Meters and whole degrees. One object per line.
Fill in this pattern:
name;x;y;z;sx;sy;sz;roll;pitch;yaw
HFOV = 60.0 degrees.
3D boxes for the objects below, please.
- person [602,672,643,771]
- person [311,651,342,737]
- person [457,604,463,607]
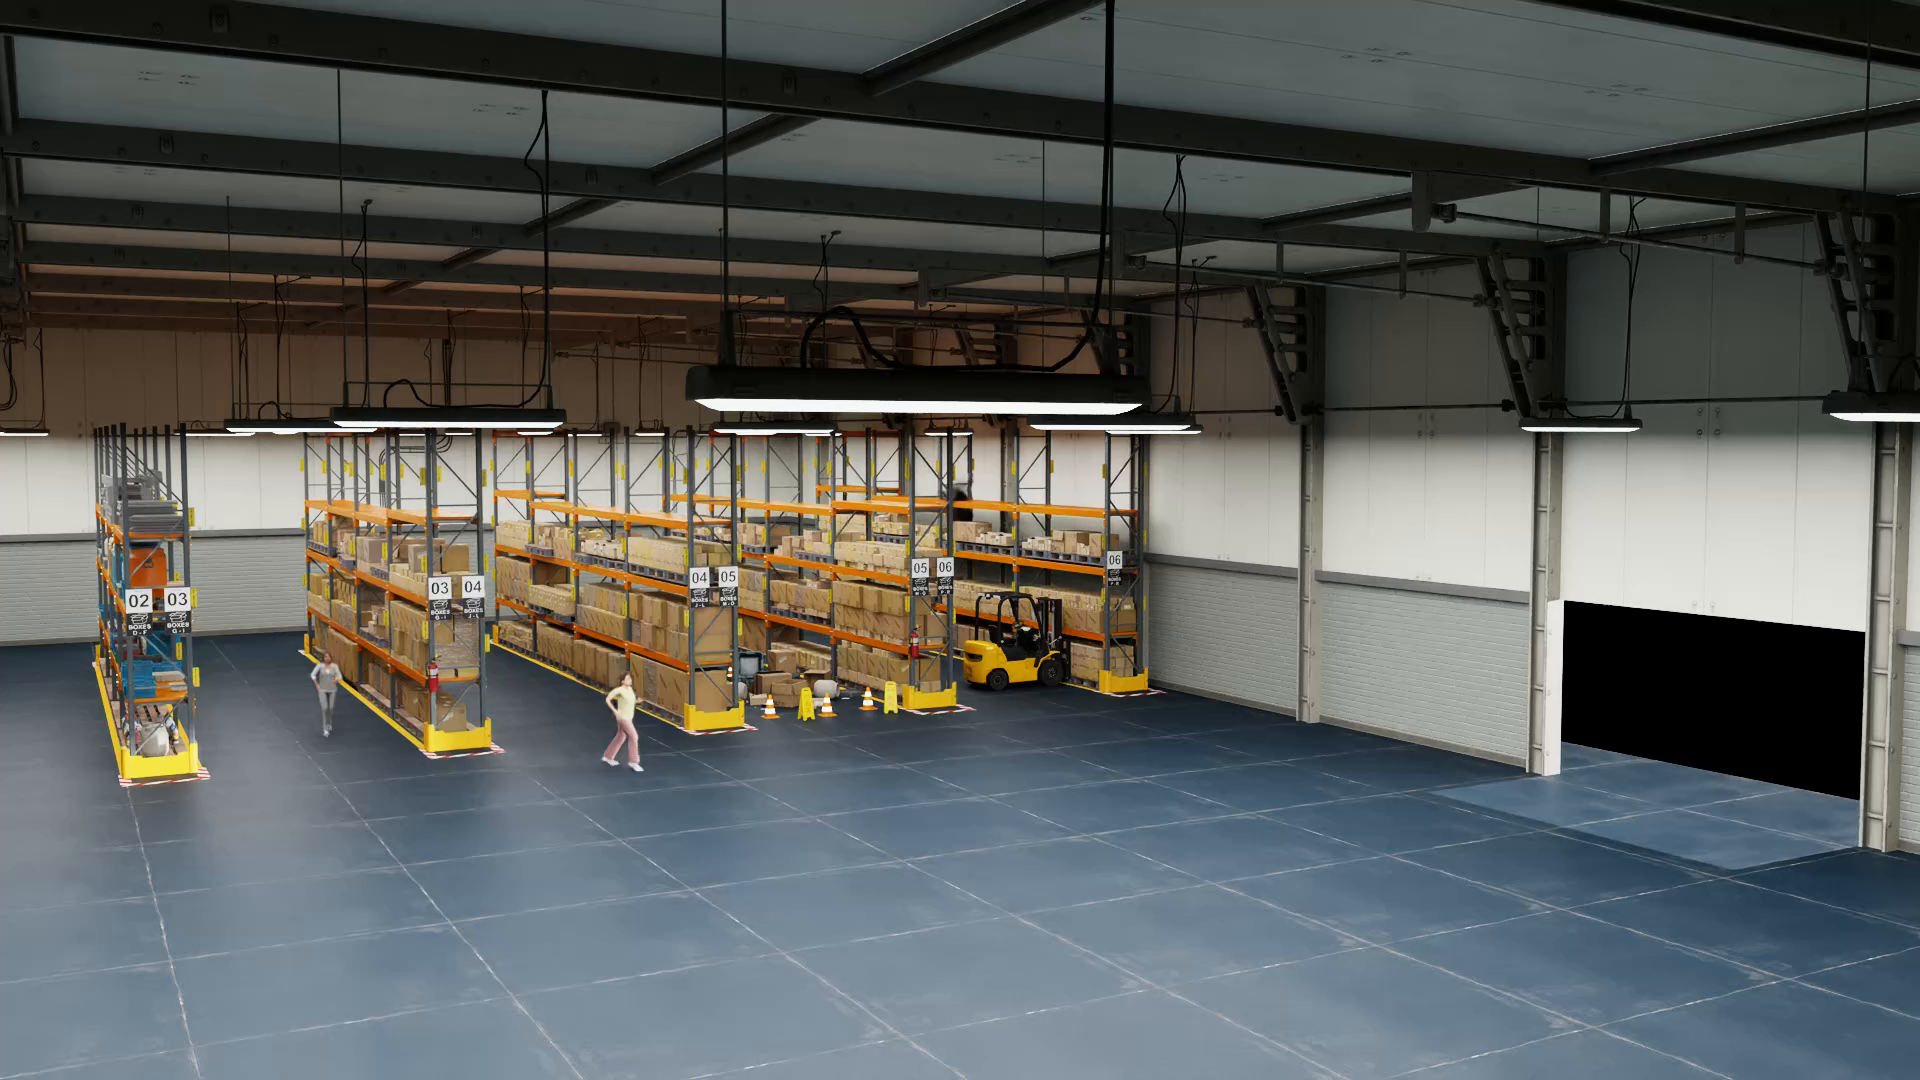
person;-5.846;3.144;28.888;0.793;1.725;0.549;1;4;12
person;-12.289;2.980;32.309;0.546;1.654;0.656;-2;4;-30
person;-13.586;2.187;45.244;0.604;1.615;0.591;-1;4;-17
